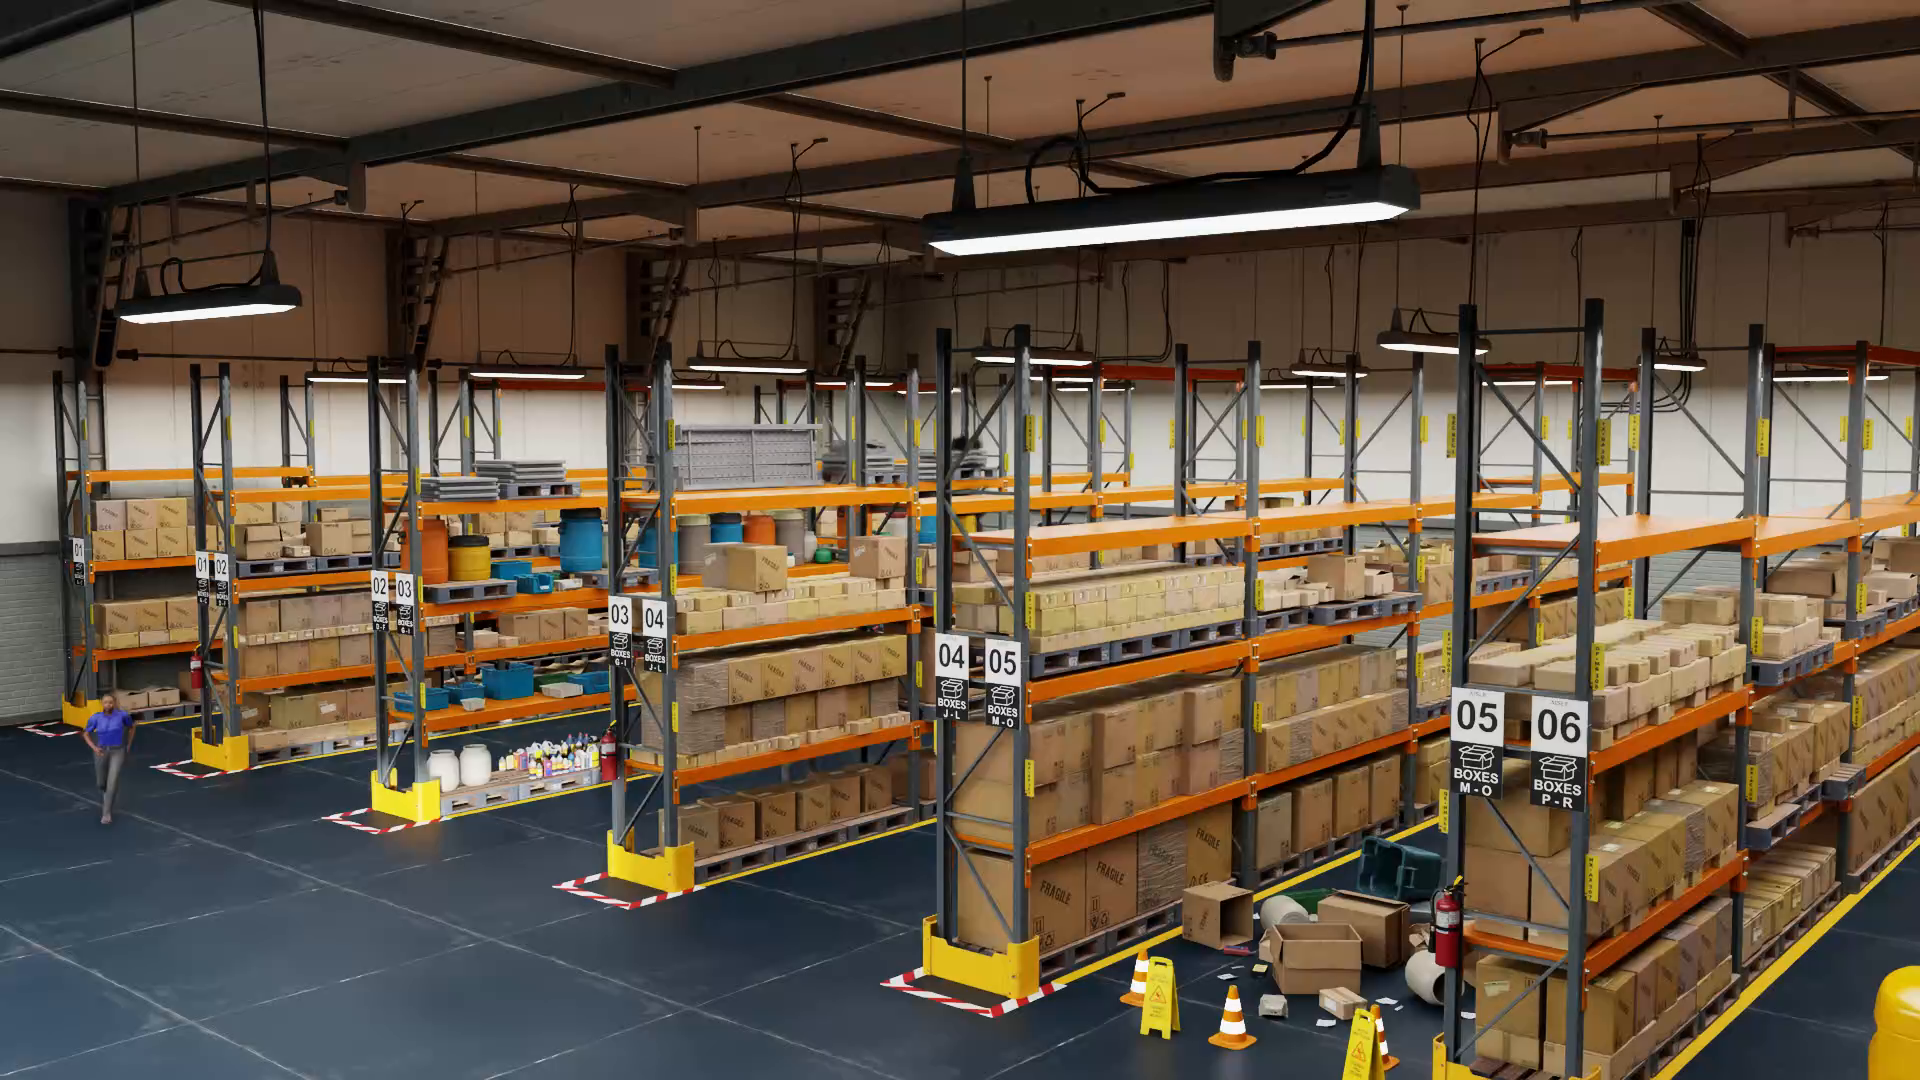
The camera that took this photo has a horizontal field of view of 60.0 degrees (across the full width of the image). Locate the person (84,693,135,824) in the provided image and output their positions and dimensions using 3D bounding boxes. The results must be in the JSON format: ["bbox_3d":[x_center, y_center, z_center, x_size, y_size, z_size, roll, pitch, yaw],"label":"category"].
[{"bbox_3d":[-11.067,2.808,21.661,0.599,1.633,0.847,-2,5,-26],"label":"person"}]

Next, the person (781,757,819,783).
[{"bbox_3d":[-2.241,2.646,23.243,0.563,1.756,0.794,2,5,26],"label":"person"}]
